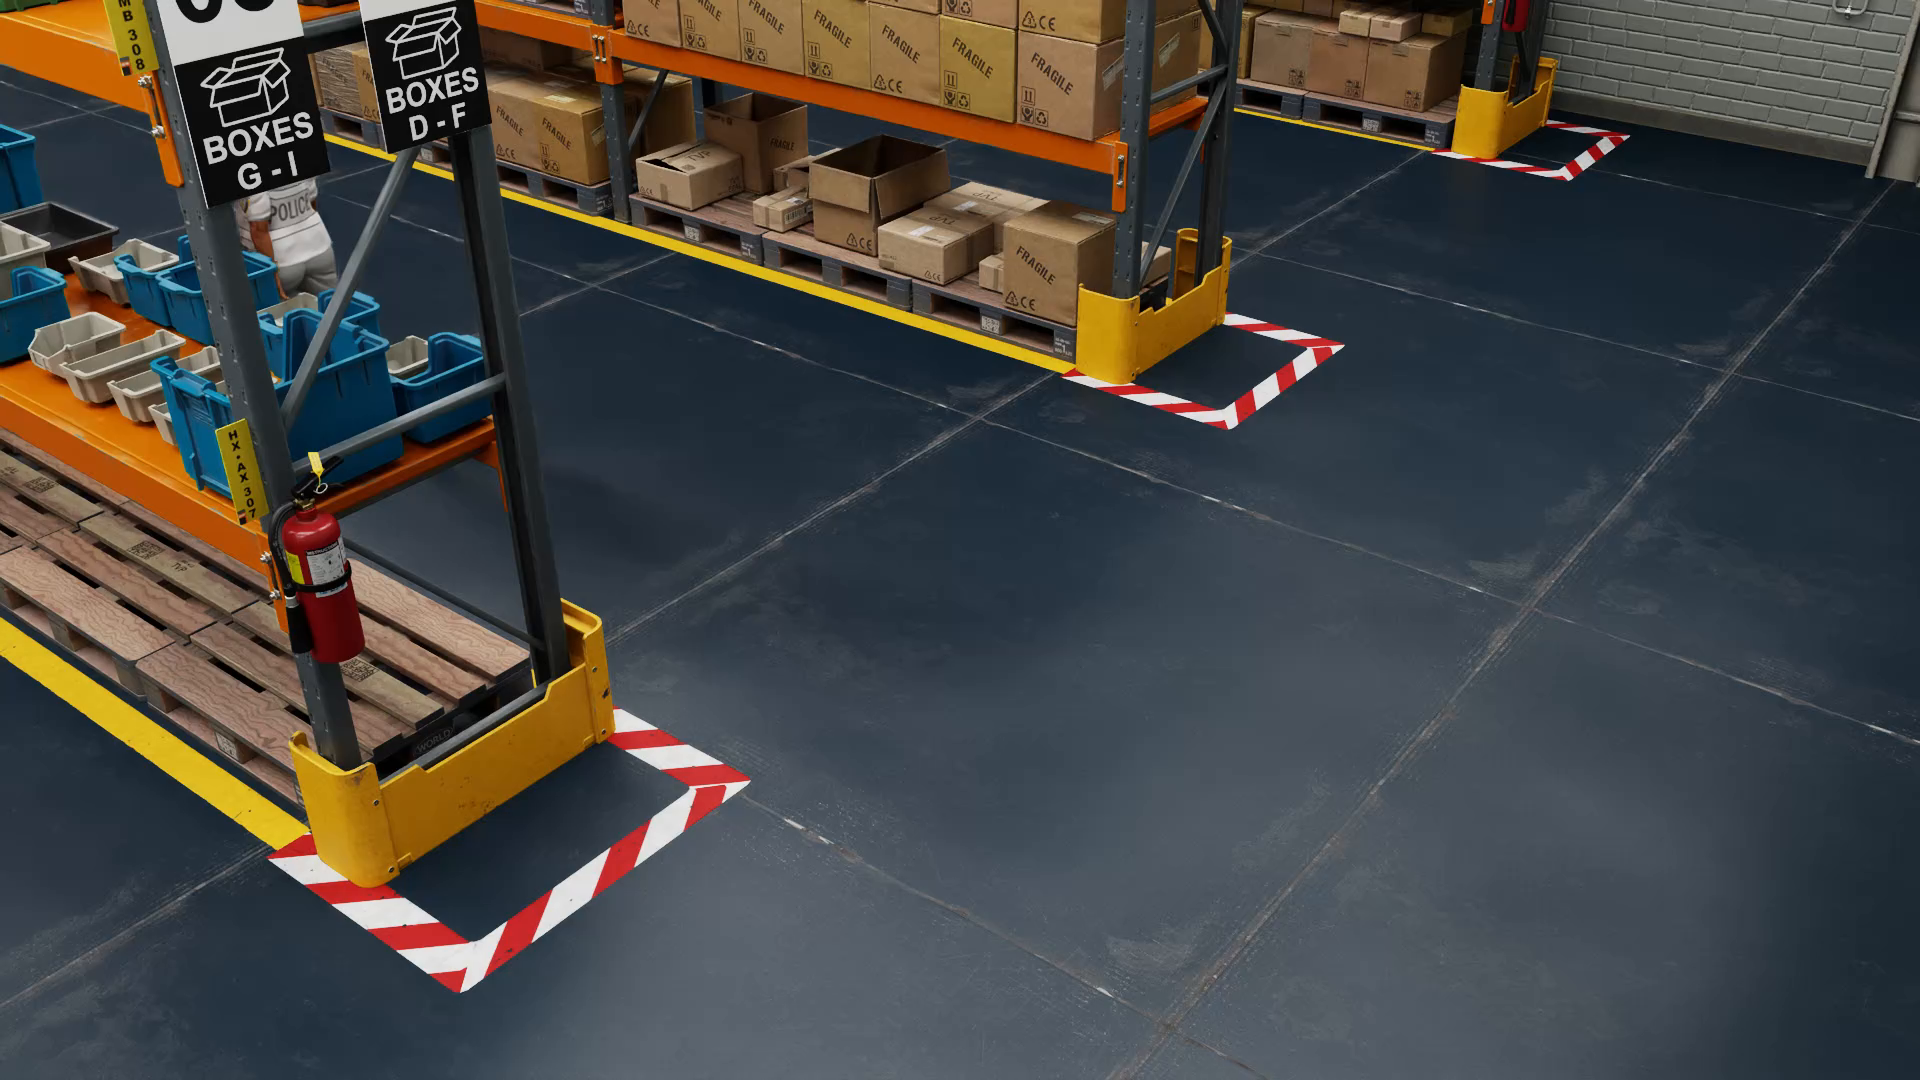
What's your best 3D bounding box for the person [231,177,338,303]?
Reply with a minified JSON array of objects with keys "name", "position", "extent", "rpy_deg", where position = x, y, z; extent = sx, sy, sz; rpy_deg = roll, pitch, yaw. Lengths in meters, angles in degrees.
[{"name":"person","position":[-3.492,-1.445,8.534],"extent":[0.821,1.671,0.482],"rpy_deg":[19,36,29]}]
